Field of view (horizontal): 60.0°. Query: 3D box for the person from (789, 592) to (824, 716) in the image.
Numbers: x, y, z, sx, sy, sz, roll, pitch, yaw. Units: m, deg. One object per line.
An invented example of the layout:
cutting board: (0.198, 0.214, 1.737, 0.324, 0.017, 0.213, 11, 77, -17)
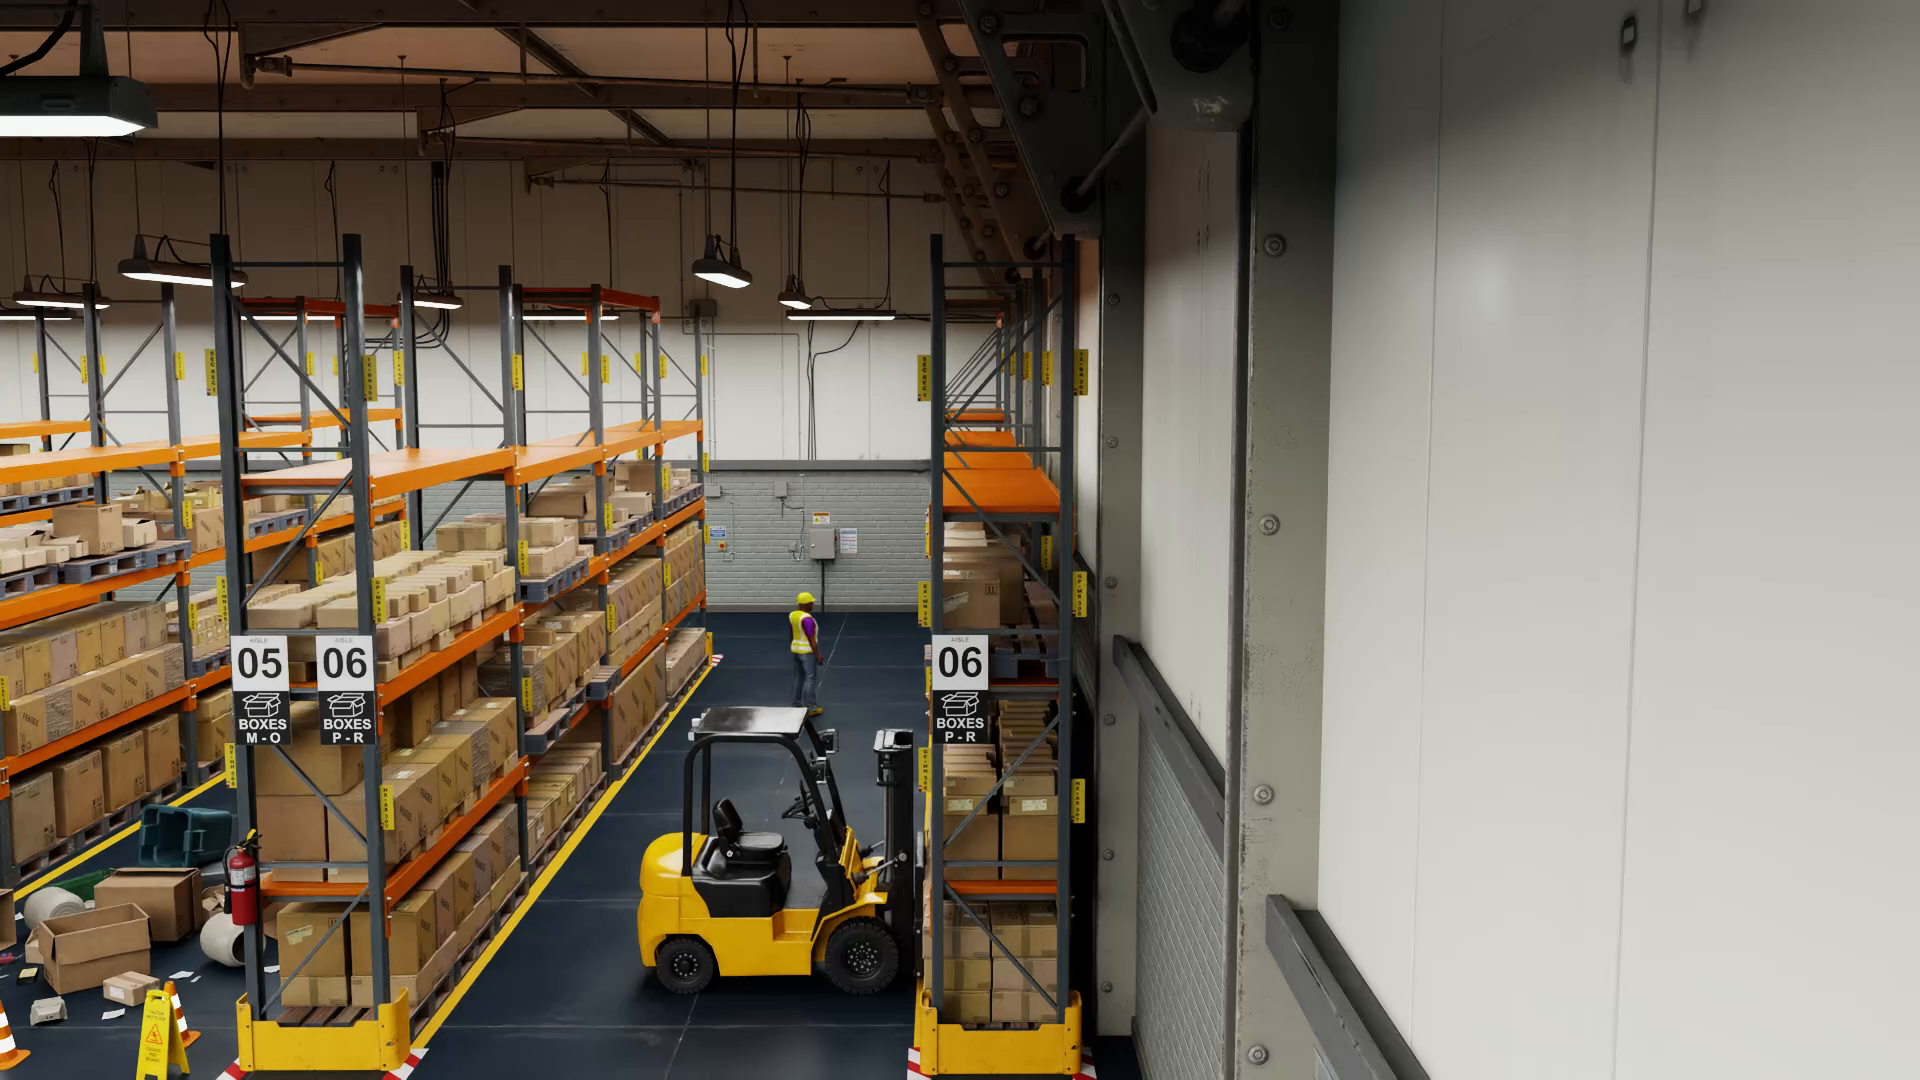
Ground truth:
person: (-2.227, 1.640, 24.057, 0.397, 1.783, 0.612, -4, 8, -35)
